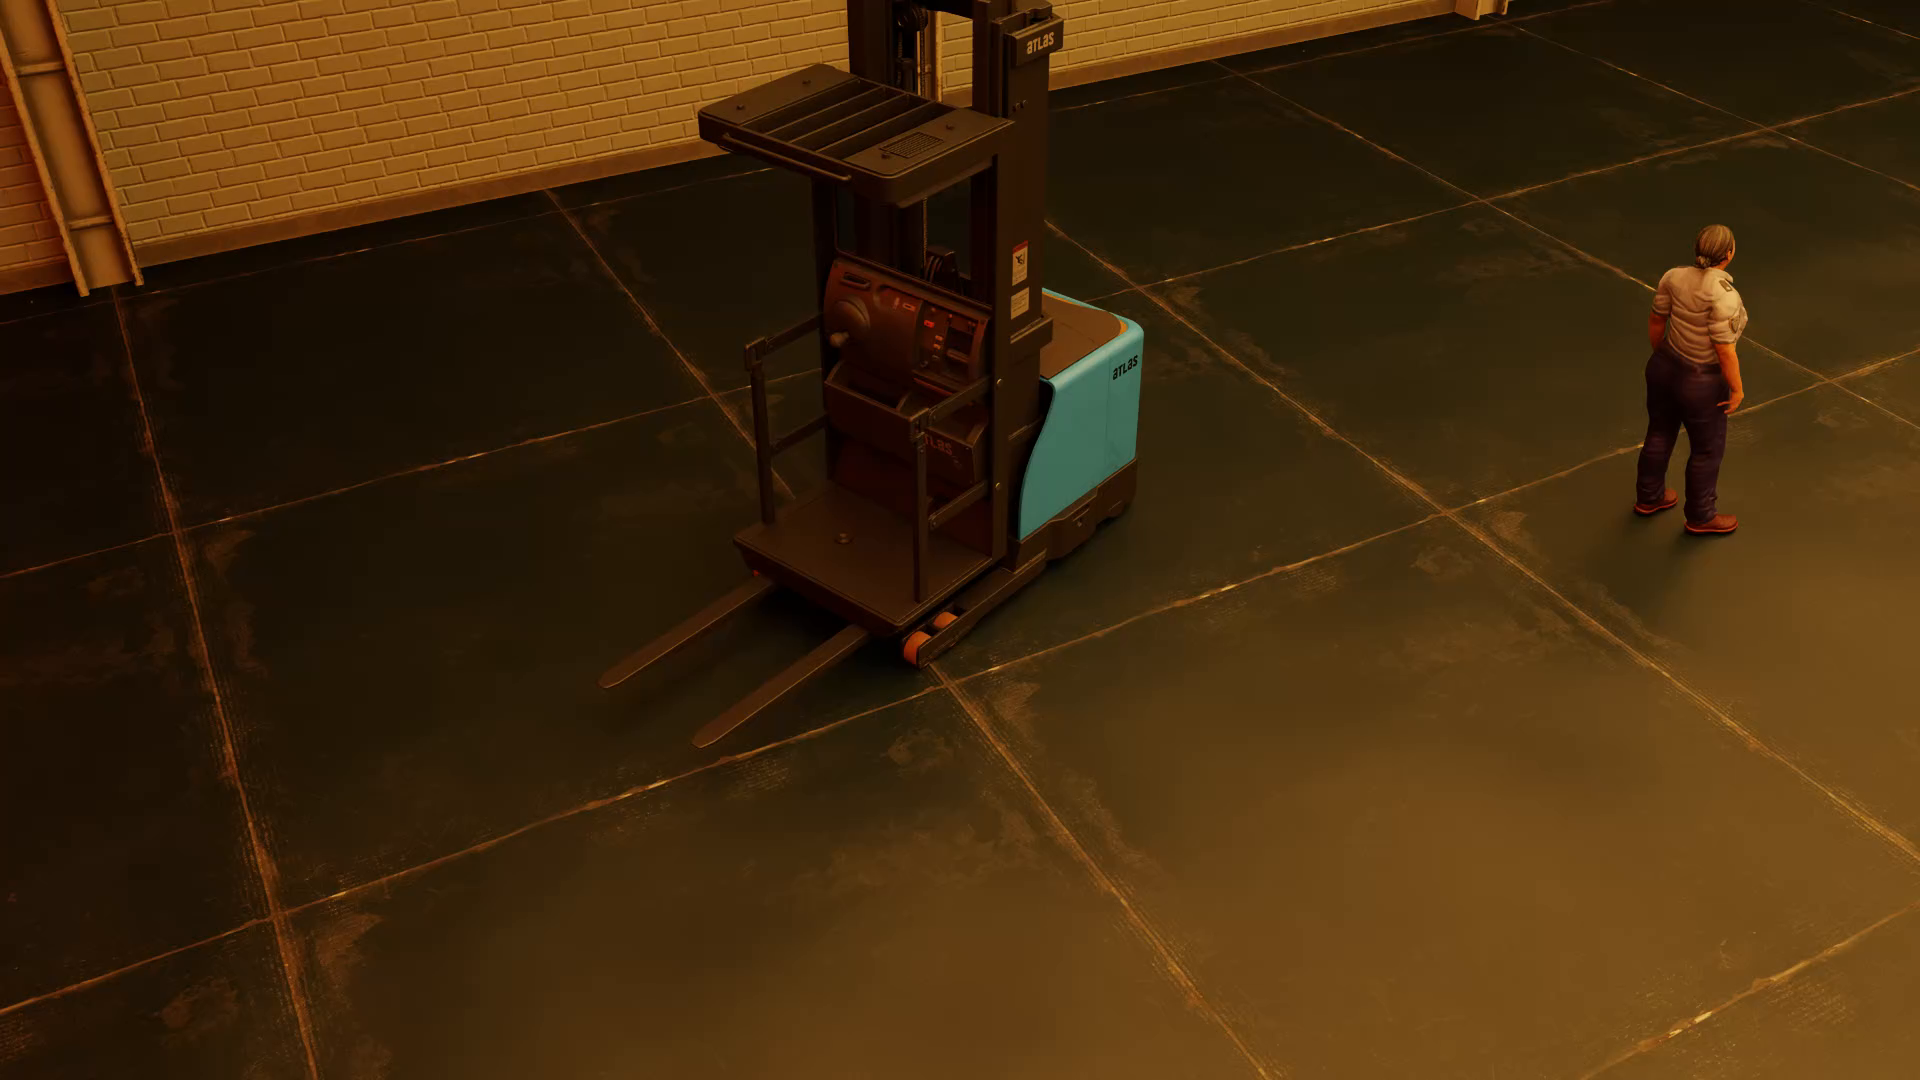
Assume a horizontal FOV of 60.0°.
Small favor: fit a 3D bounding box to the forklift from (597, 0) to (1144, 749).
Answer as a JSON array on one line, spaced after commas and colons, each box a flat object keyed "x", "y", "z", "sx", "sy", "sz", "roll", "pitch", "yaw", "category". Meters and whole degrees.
[{"x": -0.390, "y": -0.927, "z": 7.434, "sx": 1.130, "sy": 2.935, "sz": 3.031, "roll": 26, "pitch": 43, "yaw": 31, "category": "forklift"}]

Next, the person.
[{"x": 3.757, "y": -0.827, "z": 8.391, "sx": 0.504, "sy": 1.651, "sz": 0.598, "roll": -15, "pitch": 38, "yaw": -20, "category": "person"}]
